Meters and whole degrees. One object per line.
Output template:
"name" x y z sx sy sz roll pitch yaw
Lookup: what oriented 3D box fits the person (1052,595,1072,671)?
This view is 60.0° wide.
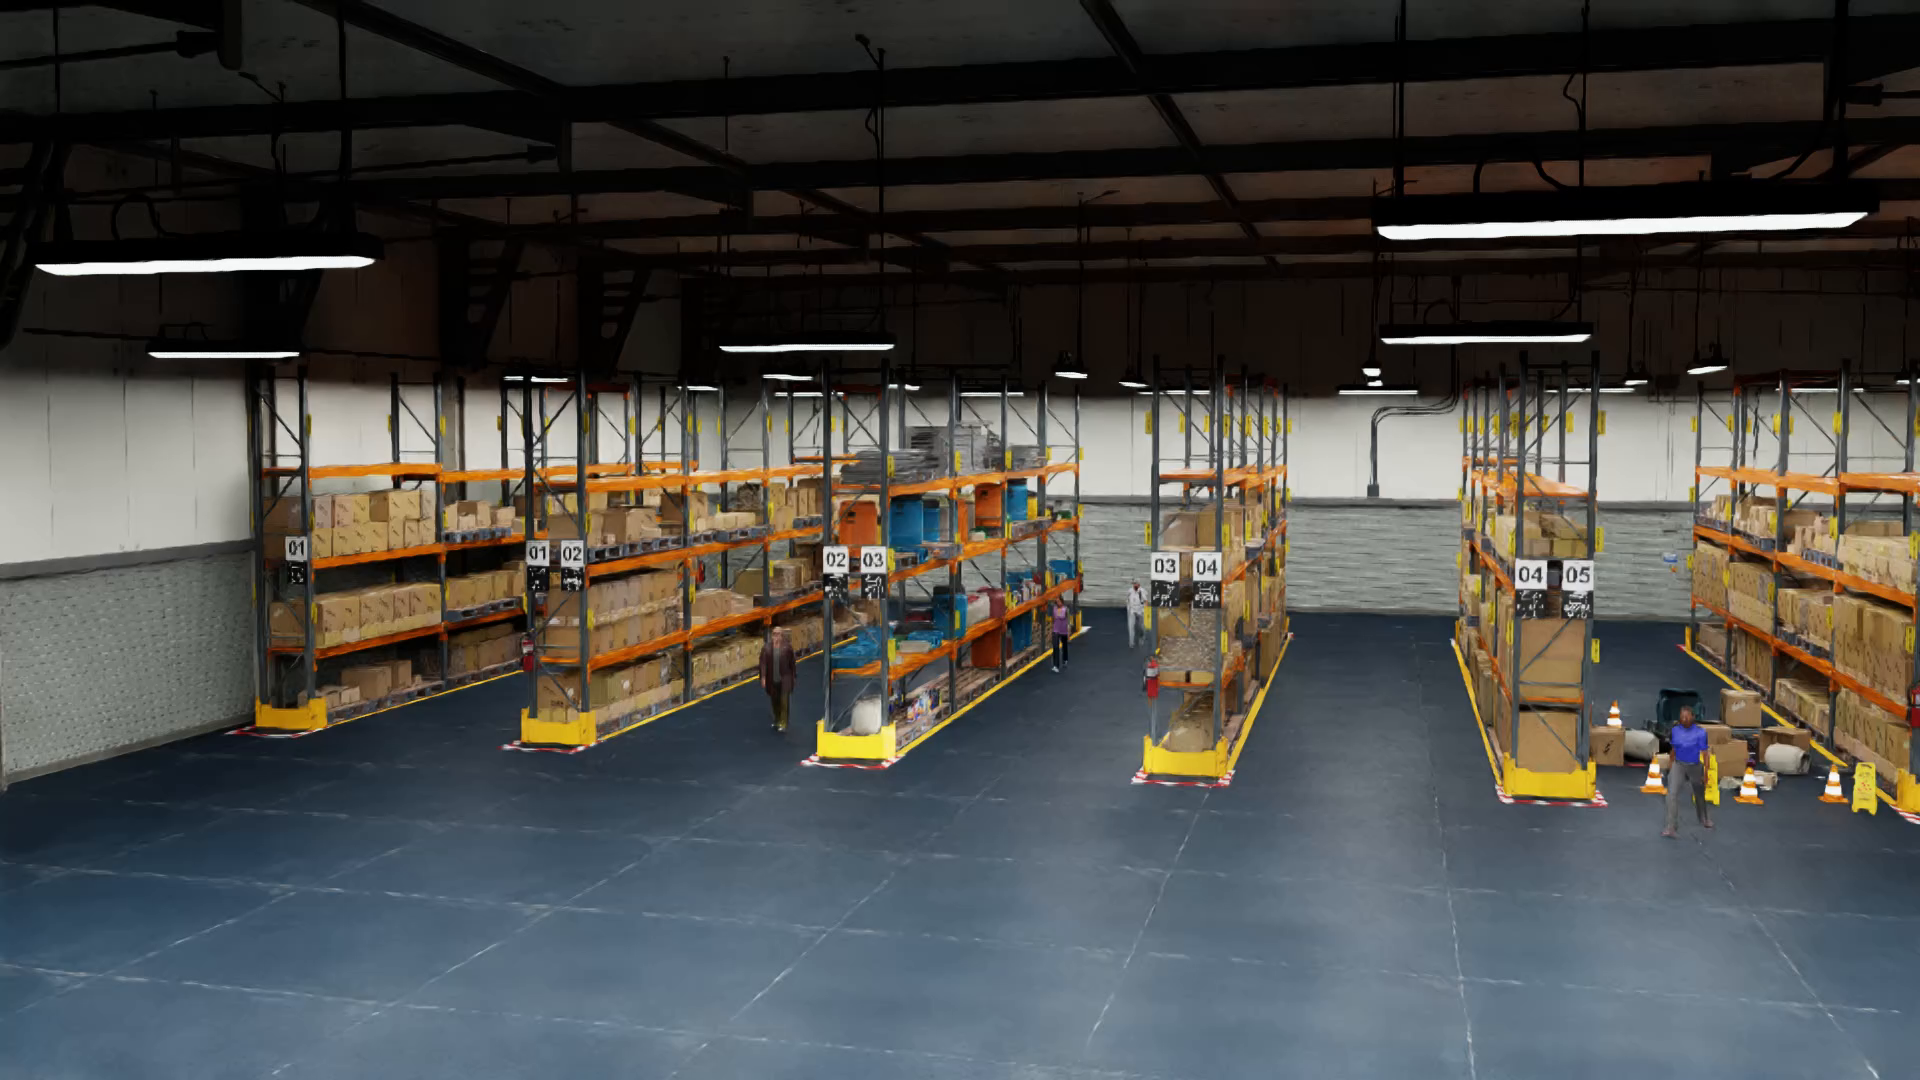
"person" 2.080 1.879 34.004 0.432 1.539 0.948 1 4 13

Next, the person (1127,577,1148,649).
"person" 3.993 1.619 37.366 0.493 1.606 1.001 1 4 13

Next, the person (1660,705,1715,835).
"person" 8.931 2.806 20.356 0.502 1.580 0.943 3 5 36

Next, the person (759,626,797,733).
"person" -2.988 2.257 27.137 0.580 1.715 1.102 0 4 6
